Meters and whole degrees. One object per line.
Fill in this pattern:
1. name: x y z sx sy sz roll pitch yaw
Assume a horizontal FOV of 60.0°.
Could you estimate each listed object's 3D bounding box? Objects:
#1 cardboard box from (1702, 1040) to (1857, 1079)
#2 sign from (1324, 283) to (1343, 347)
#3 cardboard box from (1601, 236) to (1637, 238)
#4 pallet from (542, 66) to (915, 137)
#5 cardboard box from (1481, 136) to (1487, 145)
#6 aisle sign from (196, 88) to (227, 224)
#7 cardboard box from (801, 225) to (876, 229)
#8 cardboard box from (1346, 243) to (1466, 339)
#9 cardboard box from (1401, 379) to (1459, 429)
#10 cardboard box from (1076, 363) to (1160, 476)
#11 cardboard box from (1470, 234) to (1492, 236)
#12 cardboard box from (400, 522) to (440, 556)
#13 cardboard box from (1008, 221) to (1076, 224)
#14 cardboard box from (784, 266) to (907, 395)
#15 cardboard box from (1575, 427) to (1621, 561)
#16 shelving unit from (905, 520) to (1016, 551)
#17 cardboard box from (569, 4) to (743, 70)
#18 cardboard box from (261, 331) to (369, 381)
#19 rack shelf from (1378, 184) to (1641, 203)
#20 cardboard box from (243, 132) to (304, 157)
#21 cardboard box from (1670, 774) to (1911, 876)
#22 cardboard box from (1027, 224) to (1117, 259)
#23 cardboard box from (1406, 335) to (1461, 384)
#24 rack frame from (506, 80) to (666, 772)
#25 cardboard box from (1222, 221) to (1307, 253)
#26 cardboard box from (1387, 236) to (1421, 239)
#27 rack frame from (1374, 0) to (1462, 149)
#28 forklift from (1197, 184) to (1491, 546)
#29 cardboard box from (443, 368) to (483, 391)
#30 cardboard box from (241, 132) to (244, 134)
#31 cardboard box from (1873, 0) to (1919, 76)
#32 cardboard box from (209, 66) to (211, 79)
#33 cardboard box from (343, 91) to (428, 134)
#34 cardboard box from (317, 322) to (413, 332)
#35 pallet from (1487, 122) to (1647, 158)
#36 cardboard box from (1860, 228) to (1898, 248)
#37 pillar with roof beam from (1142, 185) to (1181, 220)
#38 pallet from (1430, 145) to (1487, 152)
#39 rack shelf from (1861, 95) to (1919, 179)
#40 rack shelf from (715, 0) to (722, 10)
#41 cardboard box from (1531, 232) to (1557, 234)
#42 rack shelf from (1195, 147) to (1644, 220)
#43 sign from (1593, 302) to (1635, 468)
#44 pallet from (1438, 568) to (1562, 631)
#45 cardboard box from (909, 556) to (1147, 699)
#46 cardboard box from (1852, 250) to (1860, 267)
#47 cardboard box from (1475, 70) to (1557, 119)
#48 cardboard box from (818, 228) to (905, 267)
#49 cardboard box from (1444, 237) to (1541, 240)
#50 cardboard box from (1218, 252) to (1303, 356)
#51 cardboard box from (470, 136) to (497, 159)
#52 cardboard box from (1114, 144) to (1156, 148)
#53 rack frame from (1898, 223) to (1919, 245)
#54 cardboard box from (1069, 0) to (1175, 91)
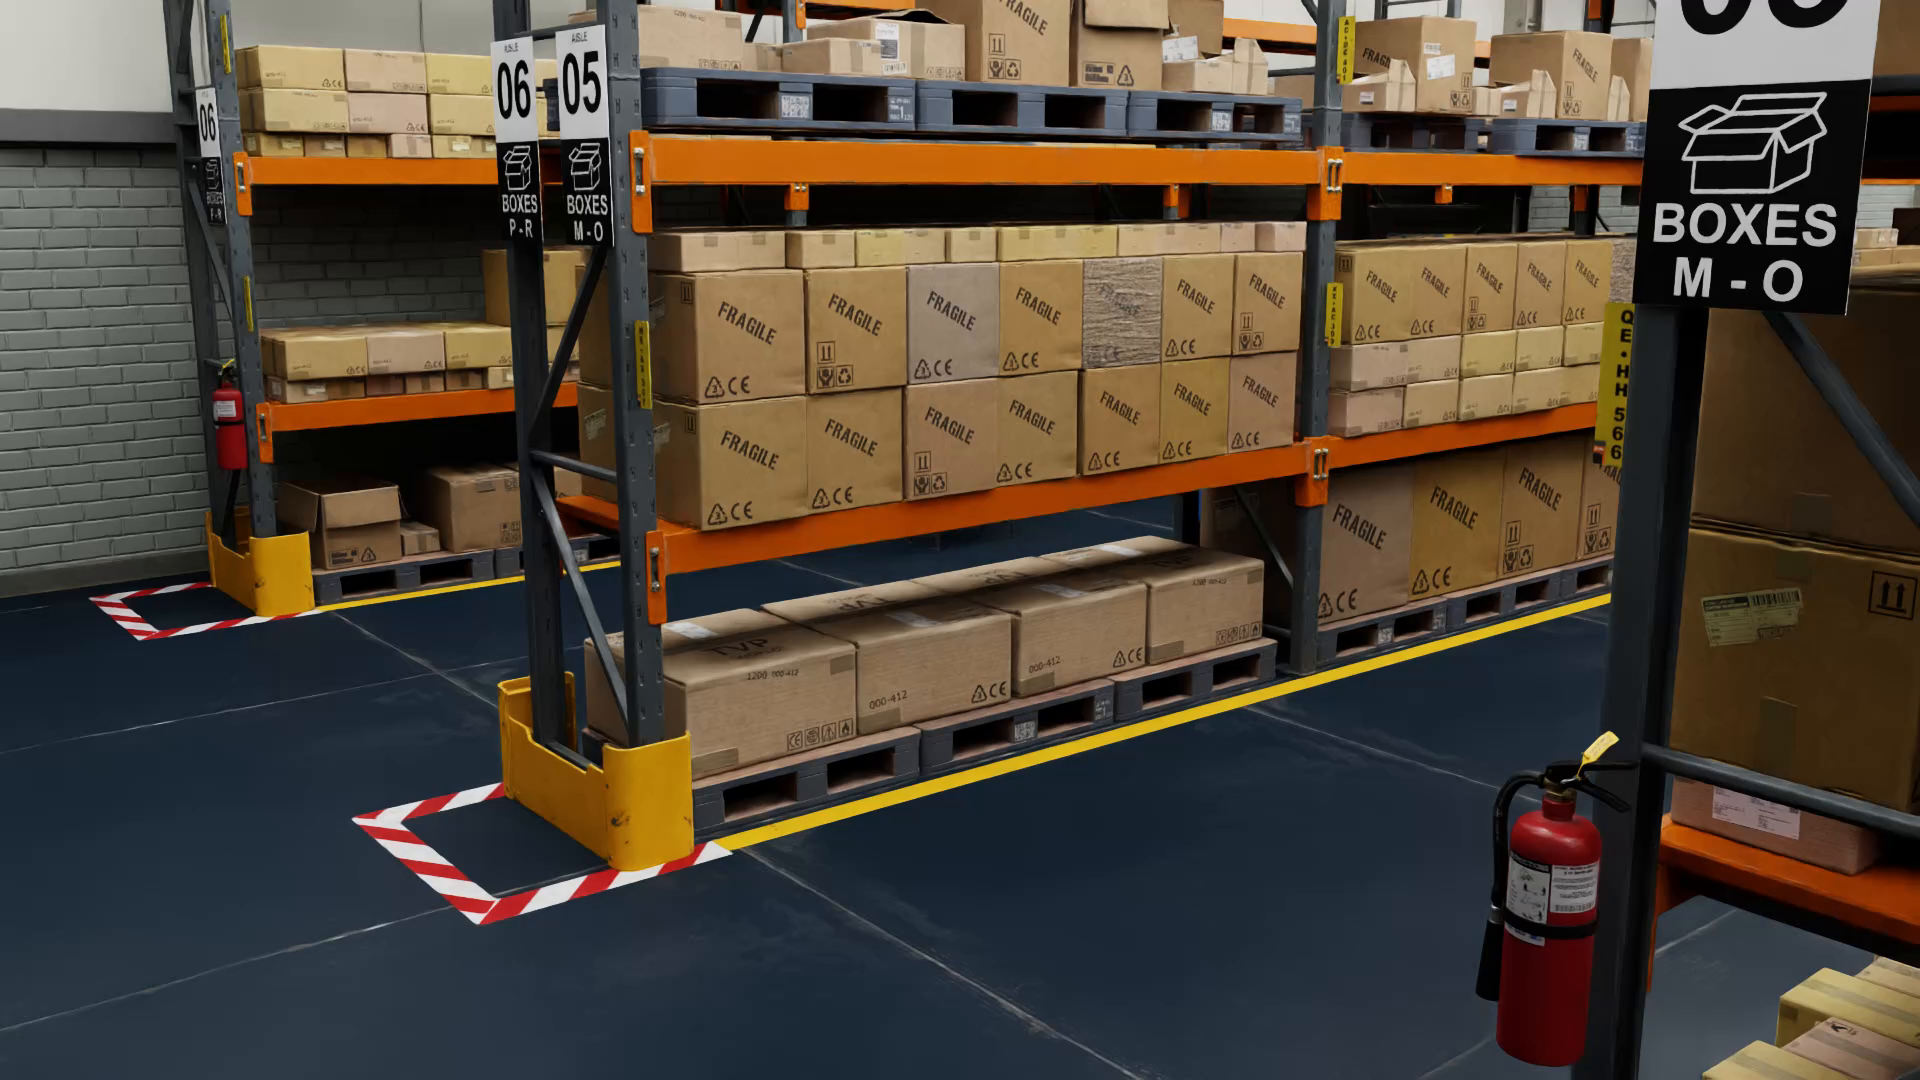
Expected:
1. cardboard box: 1.901 1.296 3.724 0.250 0.149 0.380 -9 15 -37
2. sign: 1.946 -1.173 8.659 0.005 0.325 0.100 -9 15 -38
3. cardboard box: 4.481 -1.749 10.994 0.500 0.500 0.500 -10 16 -39
4. pallet: -0.953 -1.804 6.894 1.213 0.211 1.003 -9 15 -38
5. cardboard box: 5.543 -4.390 17.823 0.500 0.311 0.500 -9 15 -37
6. aisle sign: -4.499 -2.302 9.988 0.004 0.787 0.394 -9 15 -38
7. cardboard box: -0.567 -1.349 7.550 0.250 0.149 0.380 -10 15 -38
8. cardboard box: 2.501 -1.420 9.447 0.500 0.500 0.500 -10 15 -38
9. cardboard box: 2.510 -0.809 9.580 0.500 0.250 0.500 -10 16 -39
10. cardboard box: 0.614 -0.613 8.054 0.500 0.500 0.500 -10 15 -38
11. cardboard box: 5.822 -3.407 18.933 0.250 0.149 0.380 -10 15 -38
12. cardboard box: -3.736 -0.010 11.308 0.250 0.149 0.380 -10 16 -40
13. cardboard box: 0.368 -1.530 8.401 0.250 0.149 0.380 -10 16 -39
14. cardboard box: -0.573 -0.904 7.018 0.500 0.500 0.500 -10 16 -39
15. cardboard box: 4.130 -0.410 11.442 0.875 0.875 0.875 -10 15 -38
16. shelving unit: 0.005 -0.735 12.477 0.755 1.500 0.431 -9 15 -38
17. cardboard box: -1.230 -2.003 6.729 0.500 0.250 0.500 -11 16 -43
18. cardboard box: -4.106 -1.174 10.581 0.500 0.250 0.500 -9 15 -37
19. rack shelf: 6.303 -4.019 18.843 4.000 0.370 1.077 -9 15 -38
20. cardboard box: -4.235 -2.435 10.256 0.250 0.149 0.380 -9 15 -36
21. cardboard box: 1.724 0.542 3.457 0.250 0.149 0.380 -9 15 -38
22. cardboard box: 0.519 -1.409 7.834 0.250 0.149 0.380 -10 15 -39
23. cardboard box: 2.507 -1.056 9.537 0.500 0.250 0.500 -9 15 -37
24. rack frame: -1.525 -0.282 6.735 0.127 3.000 1.000 -9 15 -38
25. cardboard box: 1.556 -1.565 8.567 0.250 0.149 0.380 -10 15 -39
26. cardboard box: 4.802 -3.246 18.175 0.250 0.149 0.380 -9 15 -38
27. rack frame: 4.741 -5.578 17.234 0.127 3.000 1.000 -9 15 -38
28. forklift: 3.152 -1.330 11.836 3.031 2.935 1.130 2 12 9
29. cardboard box: -3.408 -1.100 11.194 0.250 0.149 0.380 -9 15 -37
30. cardboard box: -4.452 -2.728 10.677 0.500 0.250 0.500 -10 15 -39
31. cardboard box: 1.836 -0.988 3.200 0.500 0.250 0.500 -10 15 -39
32. cardboard box: -4.456 -2.974 10.630 0.500 0.250 0.500 -10 16 -39
33. cardboard box: -3.728 -2.709 10.586 0.500 0.250 0.500 -9 15 -37
34. cardboard box: -4.032 -1.328 11.307 0.500 0.250 0.500 -9 15 -37
35. pallet: 4.252 -2.603 10.898 1.003 0.211 1.213 -9 15 -35
36. cardboard box: 7.096 -2.368 13.030 0.250 0.149 0.380 -10 16 -39
37. pillar with roof beam: 4.762 -4.676 12.987 0.400 9.000 9.100 -9 15 -38
38. pallet: 5.391 -4.183 18.096 1.213 0.211 1.003 -9 15 -38
39. rack shelf: 3.208 -0.867 4.001 4.000 0.370 1.077 -9 15 -38
40. rack shelf: -3.067 -3.927 11.199 4.000 0.370 1.077 -9 15 -38
41. cardboard box: 6.844 -3.571 19.705 0.250 0.149 0.380 -9 15 -37
42. rack shelf: 3.160 -2.176 10.165 4.000 0.370 1.077 -9 15 -38
43. sign: 1.315 -0.306 3.299 0.005 0.325 0.100 -9 15 -38
44. pallet: 3.107 0.291 10.748 1.213 0.211 1.003 -9 15 -38
45. cardboard box: 0.342 0.427 8.553 0.875 0.438 0.875 -10 16 -39
46. cardboard box: 6.426 -1.943 12.590 0.500 0.500 0.500 -10 16 -40
47. cardboard box: 3.244 -2.588 9.688 0.258 0.266 0.396 -8 14 -33
48. cardboard box: -0.446 -1.236 7.020 0.250 0.149 0.380 -10 16 -39
49. cardboard box: 3.389 -1.703 10.780 0.500 0.500 0.500 -9 15 -36
50. cardboard box: 1.402 -1.233 8.566 0.500 0.500 0.500 -10 15 -38
51. cardboard box: -3.222 -2.596 11.018 0.250 0.149 0.380 -10 15 -38
52. cardboard box: 1.369 -3.413 14.618 0.500 0.250 0.500 -10 16 -40
53. rack frame: 7.845 -1.839 14.068 0.127 3.000 1.000 -9 15 -38
54. cardboard box: 0.565 -2.393 7.955 0.637 0.503 0.797 -8 14 -33
